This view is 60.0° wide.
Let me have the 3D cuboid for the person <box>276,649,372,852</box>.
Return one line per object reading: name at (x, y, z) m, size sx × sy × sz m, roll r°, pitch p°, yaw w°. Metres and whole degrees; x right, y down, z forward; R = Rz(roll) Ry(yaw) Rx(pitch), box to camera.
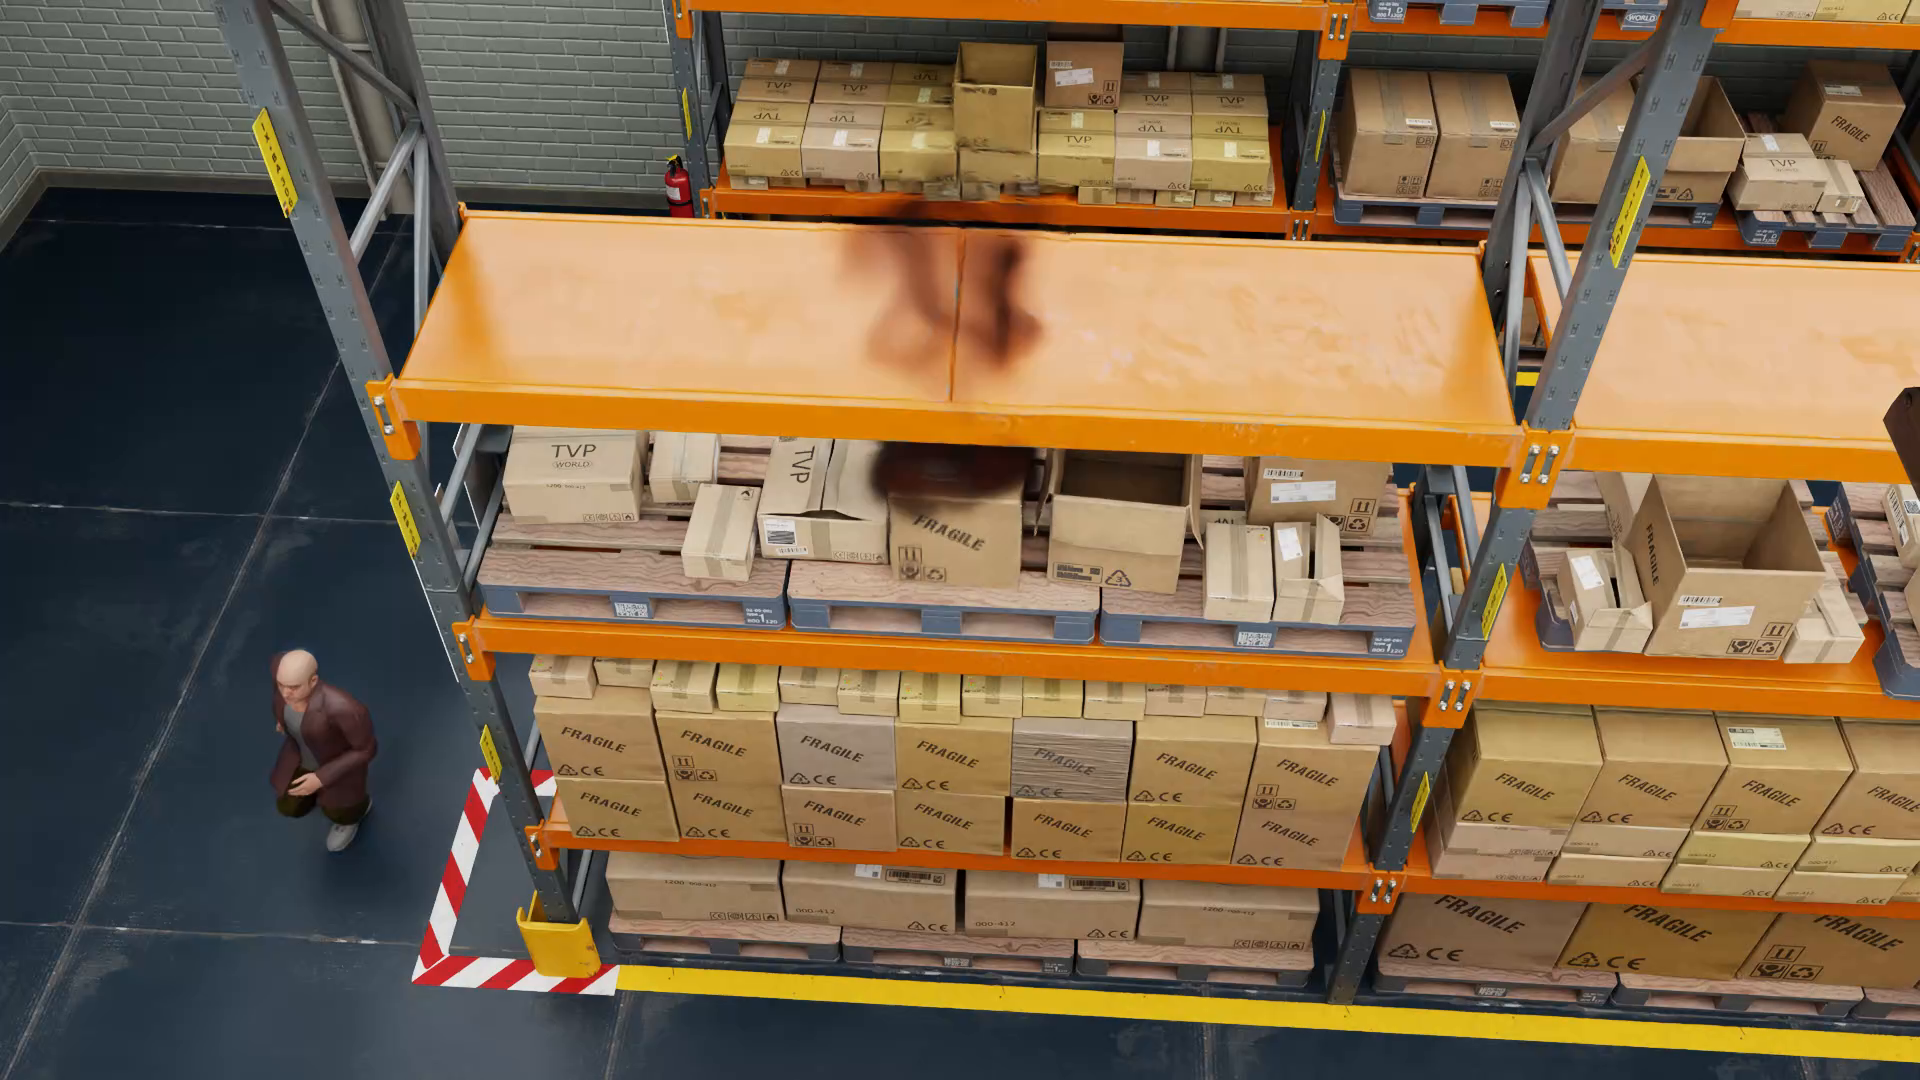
person at (-3.303, 1.110, 8.590) m, size 0.793 × 1.717 × 0.597 m, roll 16°, pitch 50°, yaw 14°
